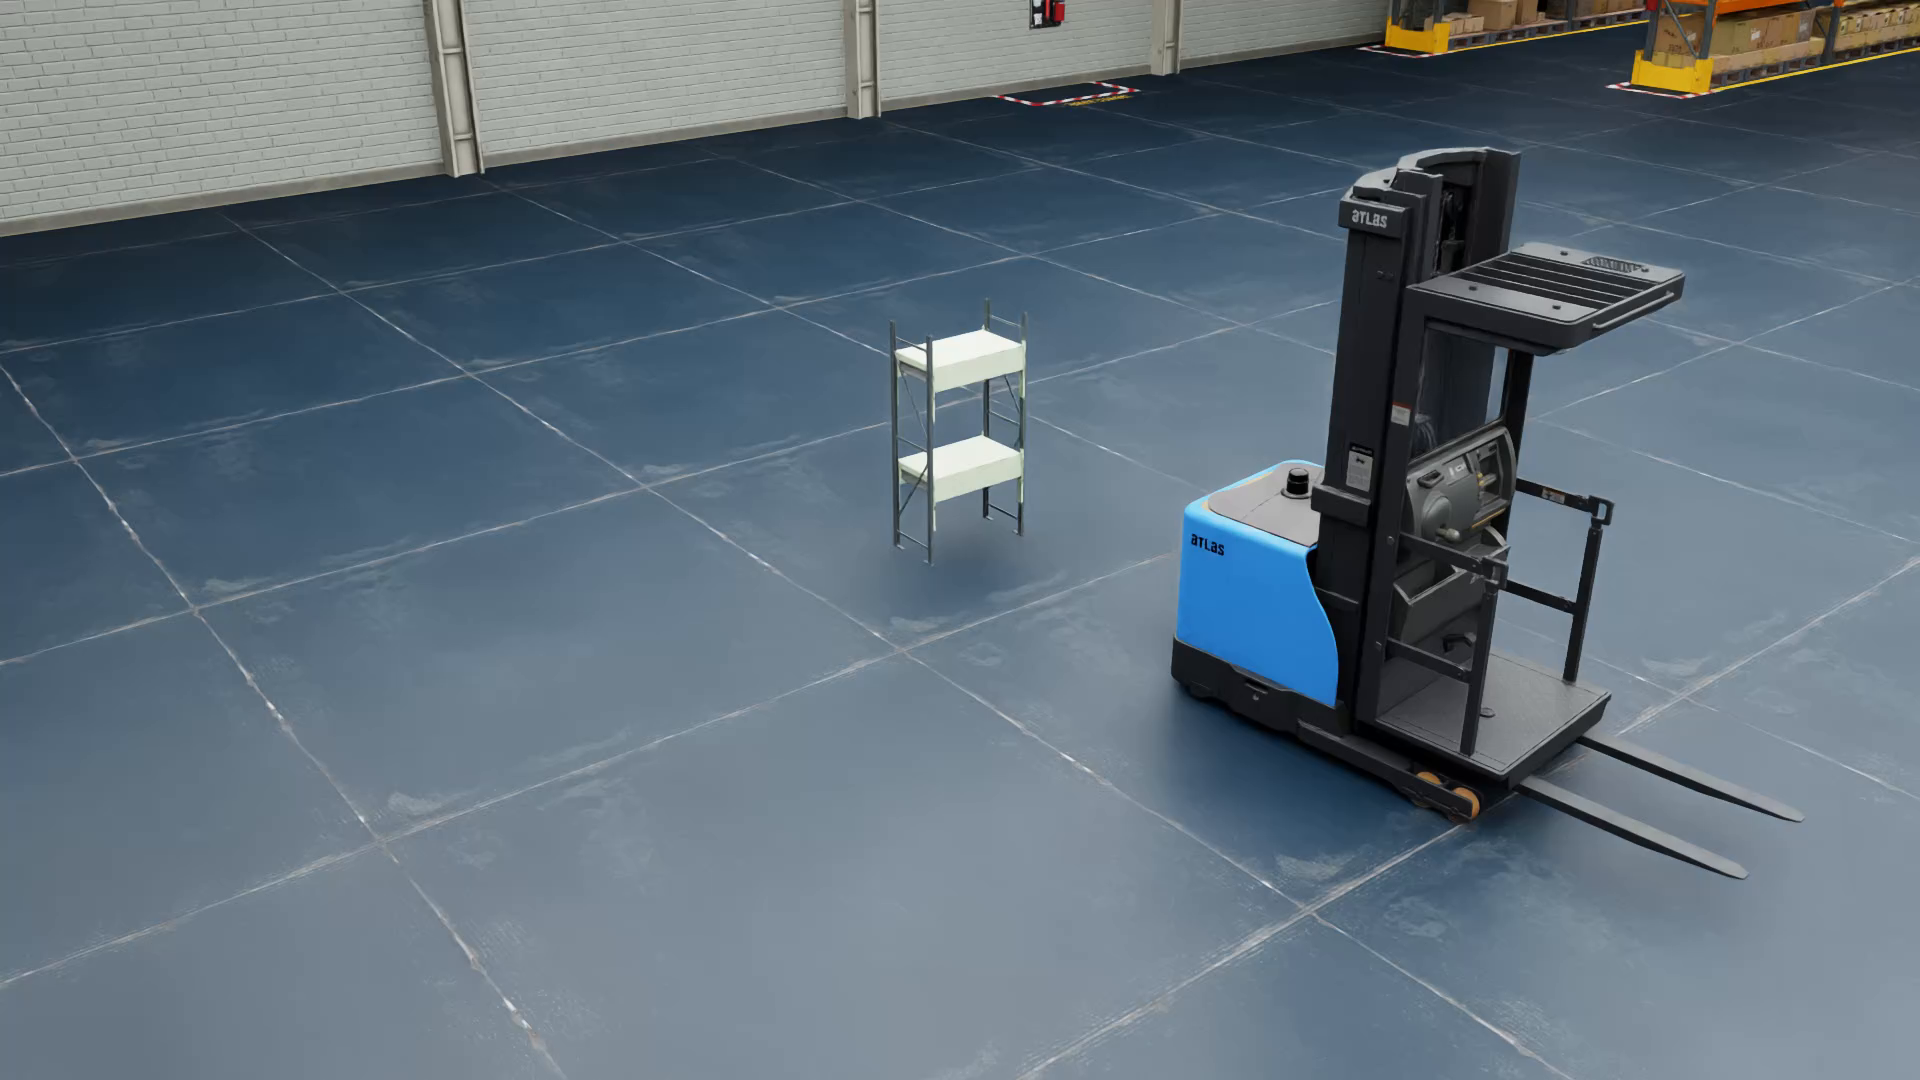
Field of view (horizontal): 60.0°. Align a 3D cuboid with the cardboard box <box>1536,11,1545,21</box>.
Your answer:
[{"bbox_3d":[10.792,-9.891,31.343,0.380,0.166,0.250,22,33,39],"label":"cardboard box"}]

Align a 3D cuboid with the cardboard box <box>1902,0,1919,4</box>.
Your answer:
[{"bbox_3d":[17.142,-9.505,29.768,0.500,0.311,0.500,-17,30,-33],"label":"cardboard box"}]

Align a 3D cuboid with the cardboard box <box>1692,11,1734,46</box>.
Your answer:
[{"bbox_3d":[12.123,-8.233,26.802,0.500,0.500,0.500,-18,31,-34],"label":"cardboard box"}]

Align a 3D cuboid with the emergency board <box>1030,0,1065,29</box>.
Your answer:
[{"bbox_3d":[1.375,-8.367,25.216,0.643,1.169,0.194,-18,31,-34],"label":"emergency board"}]

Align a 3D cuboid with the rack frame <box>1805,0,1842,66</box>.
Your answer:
[{"bbox_3d":[14.255,-9.486,27.626,0.127,3.000,1.000,-18,31,-34],"label":"rack frame"}]

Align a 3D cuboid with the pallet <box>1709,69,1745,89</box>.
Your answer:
[{"bbox_3d":[11.683,-7.394,26.432,1.213,0.211,1.003,-18,31,-34],"label":"pallet"}]

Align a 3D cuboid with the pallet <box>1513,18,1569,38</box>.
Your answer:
[{"bbox_3d":[10.688,-9.675,31.346,1.213,0.211,1.003,-18,31,-34],"label":"pallet"}]

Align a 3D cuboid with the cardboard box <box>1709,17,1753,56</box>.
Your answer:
[{"bbox_3d":[12.059,-7.926,26.142,0.500,0.500,0.500,-18,31,-34],"label":"cardboard box"}]

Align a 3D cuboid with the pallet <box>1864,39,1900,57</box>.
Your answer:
[{"bbox_3d":[15.771,-8.744,29.340,1.213,0.211,1.003,-18,31,-34],"label":"pallet"}]

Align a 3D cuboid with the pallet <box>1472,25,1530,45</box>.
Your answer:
[{"bbox_3d":[9.728,-9.356,30.659,1.213,0.211,1.003,-18,31,-34],"label":"pallet"}]

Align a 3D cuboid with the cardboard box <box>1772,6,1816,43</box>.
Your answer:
[{"bbox_3d":[13.624,-8.450,27.271,0.500,0.500,0.500,-18,31,-34],"label":"cardboard box"}]

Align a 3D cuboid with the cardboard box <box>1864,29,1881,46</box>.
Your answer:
[{"bbox_3d":[15.534,-8.720,28.742,0.500,0.250,0.500,-19,31,-36],"label":"cardboard box"}]

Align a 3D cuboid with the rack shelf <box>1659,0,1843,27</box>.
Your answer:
[{"bbox_3d":[12.681,-8.640,26.658,4.000,0.370,1.077,-18,31,-34],"label":"rack shelf"}]

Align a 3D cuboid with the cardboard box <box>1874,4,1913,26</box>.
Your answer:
[{"bbox_3d":[16.338,-9.237,29.192,0.500,0.311,0.500,-18,31,-34],"label":"cardboard box"}]

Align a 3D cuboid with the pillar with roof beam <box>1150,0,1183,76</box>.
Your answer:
[{"bbox_3d":[5.999,-10.292,22.236,0.400,9.000,9.100,-18,31,-34],"label":"pillar with roof beam"}]

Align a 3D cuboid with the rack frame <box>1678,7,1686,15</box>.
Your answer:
[{"bbox_3d":[14.343,-12.165,33.399,0.127,3.000,1.000,-18,31,-34],"label":"rack frame"}]

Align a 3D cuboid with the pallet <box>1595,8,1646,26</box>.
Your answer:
[{"bbox_3d":[12.767,-10.382,32.870,1.213,0.211,1.003,-18,31,-34],"label":"pallet"}]

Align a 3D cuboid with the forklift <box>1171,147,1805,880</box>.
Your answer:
[{"bbox_3d":[2.531,-0.234,7.772,1.130,2.935,3.031,-22,33,-39],"label":"forklift"}]

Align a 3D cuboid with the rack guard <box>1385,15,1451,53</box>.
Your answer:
[{"bbox_3d":[8.107,-8.973,29.490,0.348,0.500,1.175,-18,31,-34],"label":"rack guard"}]

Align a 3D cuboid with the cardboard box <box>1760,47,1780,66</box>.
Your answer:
[{"bbox_3d":[12.848,-7.845,26.857,0.500,0.250,0.500,-18,31,-34],"label":"cardboard box"}]

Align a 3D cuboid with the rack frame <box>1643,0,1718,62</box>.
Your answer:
[{"bbox_3d":[11.107,-8.447,25.387,0.127,3.000,1.000,-18,31,-34],"label":"rack frame"}]

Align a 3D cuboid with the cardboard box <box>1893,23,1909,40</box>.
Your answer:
[{"bbox_3d":[16.338,-8.986,29.316,0.500,0.250,0.500,-17,30,-33],"label":"cardboard box"}]

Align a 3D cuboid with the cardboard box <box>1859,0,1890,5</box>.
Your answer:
[{"bbox_3d":[16.401,-9.544,29.854,0.500,0.311,0.500,-19,31,-35],"label":"cardboard box"}]

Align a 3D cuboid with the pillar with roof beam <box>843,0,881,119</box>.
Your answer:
[{"bbox_3d":[1.278,-8.733,18.878,0.400,9.000,9.100,-18,31,-34],"label":"pillar with roof beam"}]

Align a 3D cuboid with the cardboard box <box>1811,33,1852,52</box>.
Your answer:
[{"bbox_3d":[14.725,-8.452,28.165,0.500,0.250,0.500,-19,31,-35],"label":"cardboard box"}]

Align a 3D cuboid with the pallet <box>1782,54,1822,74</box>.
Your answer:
[{"bbox_3d":[13.603,-8.028,27.798,1.213,0.211,1.003,-18,31,-34],"label":"pallet"}]

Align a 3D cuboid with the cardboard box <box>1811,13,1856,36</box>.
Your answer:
[{"bbox_3d":[14.734,-8.708,28.052,0.500,0.311,0.500,-18,30,-34],"label":"cardboard box"}]

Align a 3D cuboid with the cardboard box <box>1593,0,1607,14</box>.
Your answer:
[{"bbox_3d":[12.140,-10.539,32.342,0.500,0.500,0.700,-19,31,-35],"label":"cardboard box"}]

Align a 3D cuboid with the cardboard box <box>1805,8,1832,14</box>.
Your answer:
[{"bbox_3d":[14.802,-9.021,28.725,0.500,0.311,0.500,-17,30,-33],"label":"cardboard box"}]

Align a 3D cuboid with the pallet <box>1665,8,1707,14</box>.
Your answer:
[{"bbox_3d":[15.010,-11.080,34.373,1.213,0.211,1.003,-18,31,-34],"label":"pallet"}]

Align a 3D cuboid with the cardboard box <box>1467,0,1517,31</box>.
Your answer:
[{"bbox_3d":[9.704,-9.624,30.371,0.500,0.500,0.700,-21,32,-37],"label":"cardboard box"}]

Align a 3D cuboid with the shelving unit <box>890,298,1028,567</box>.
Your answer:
[{"bbox_3d":[-0.005,-0.679,10.431,0.755,1.500,0.431,-18,31,-34],"label":"shelving unit"}]

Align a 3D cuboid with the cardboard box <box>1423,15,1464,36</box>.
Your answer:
[{"bbox_3d":[8.647,-9.217,29.717,0.500,0.311,0.500,-23,33,-40],"label":"cardboard box"}]

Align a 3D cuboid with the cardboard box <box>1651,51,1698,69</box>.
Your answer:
[{"bbox_3d":[11.347,-7.627,26.388,0.500,0.250,0.500,-18,31,-34],"label":"cardboard box"}]

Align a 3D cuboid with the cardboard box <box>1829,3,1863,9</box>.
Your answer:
[{"bbox_3d":[15.594,-9.279,29.282,0.500,0.311,0.500,-19,31,-35],"label":"cardboard box"}]

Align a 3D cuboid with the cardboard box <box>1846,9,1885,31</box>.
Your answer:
[{"bbox_3d":[15.537,-8.971,28.619,0.500,0.311,0.500,-19,31,-36],"label":"cardboard box"}]

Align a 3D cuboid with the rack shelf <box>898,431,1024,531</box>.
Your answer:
[{"bbox_3d":[-0.005,-0.383,10.568,0.720,0.370,0.431,-18,31,-34],"label":"rack shelf"}]

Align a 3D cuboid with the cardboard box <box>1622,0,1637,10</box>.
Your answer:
[{"bbox_3d":[12.958,-10.793,32.888,0.500,0.500,0.700,-18,31,-34],"label":"cardboard box"}]

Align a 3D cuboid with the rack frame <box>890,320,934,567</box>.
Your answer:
[{"bbox_3d":[-0.293,-0.583,10.226,0.023,1.500,0.400,-18,31,-34],"label":"rack frame"}]

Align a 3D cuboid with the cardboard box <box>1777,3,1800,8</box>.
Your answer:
[{"bbox_3d":[13.697,-8.752,27.922,0.500,0.500,0.500,-18,31,-34],"label":"cardboard box"}]

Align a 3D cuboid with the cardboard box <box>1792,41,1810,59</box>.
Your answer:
[{"bbox_3d":[13.625,-8.110,27.428,0.500,0.250,0.500,-18,31,-34],"label":"cardboard box"}]

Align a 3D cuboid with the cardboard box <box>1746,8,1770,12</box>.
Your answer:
[{"bbox_3d":[12.910,-8.493,27.363,0.500,0.500,0.500,-18,31,-34],"label":"cardboard box"}]

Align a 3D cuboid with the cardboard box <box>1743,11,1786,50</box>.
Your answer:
[{"bbox_3d":[12.848,-8.184,26.699,0.500,0.500,0.500,-18,31,-34],"label":"cardboard box"}]

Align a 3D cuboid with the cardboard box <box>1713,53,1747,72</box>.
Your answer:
[{"bbox_3d":[12.057,-7.587,26.301,0.500,0.250,0.500,-18,31,-34],"label":"cardboard box"}]
